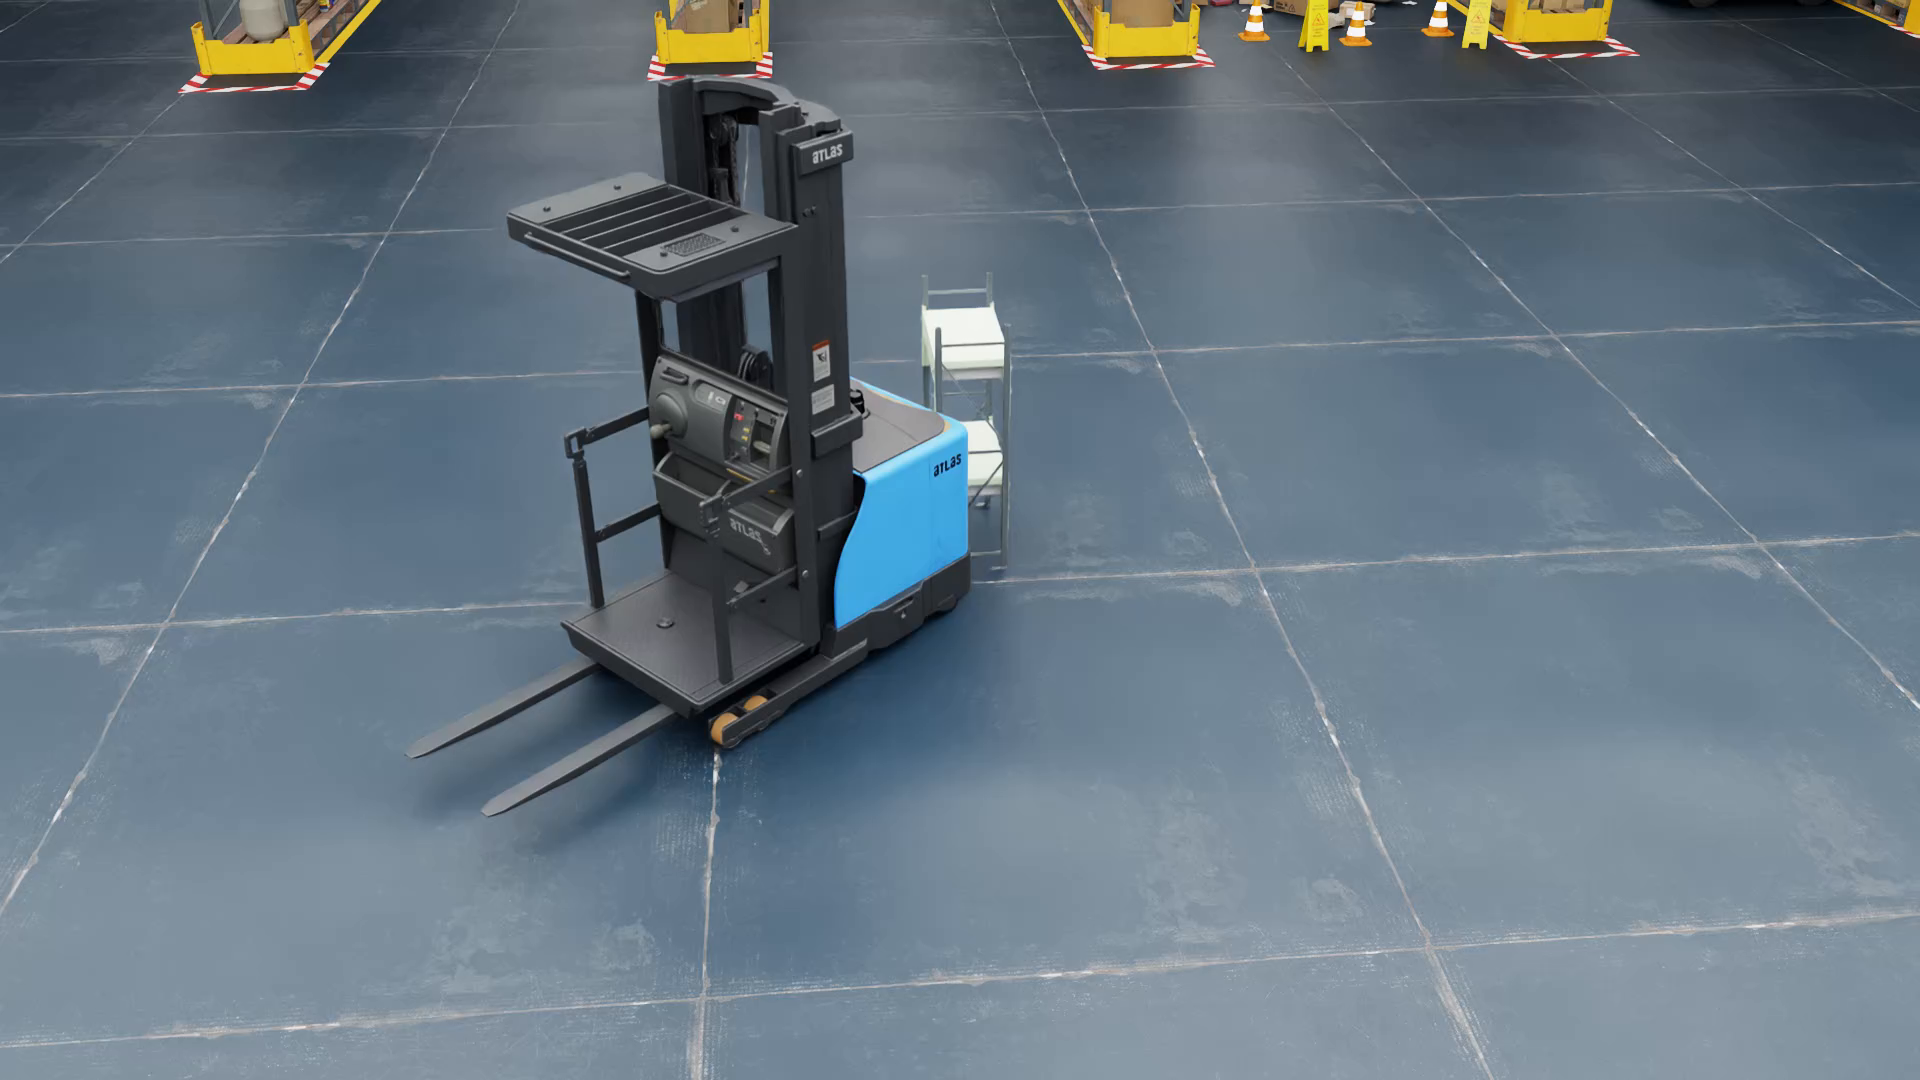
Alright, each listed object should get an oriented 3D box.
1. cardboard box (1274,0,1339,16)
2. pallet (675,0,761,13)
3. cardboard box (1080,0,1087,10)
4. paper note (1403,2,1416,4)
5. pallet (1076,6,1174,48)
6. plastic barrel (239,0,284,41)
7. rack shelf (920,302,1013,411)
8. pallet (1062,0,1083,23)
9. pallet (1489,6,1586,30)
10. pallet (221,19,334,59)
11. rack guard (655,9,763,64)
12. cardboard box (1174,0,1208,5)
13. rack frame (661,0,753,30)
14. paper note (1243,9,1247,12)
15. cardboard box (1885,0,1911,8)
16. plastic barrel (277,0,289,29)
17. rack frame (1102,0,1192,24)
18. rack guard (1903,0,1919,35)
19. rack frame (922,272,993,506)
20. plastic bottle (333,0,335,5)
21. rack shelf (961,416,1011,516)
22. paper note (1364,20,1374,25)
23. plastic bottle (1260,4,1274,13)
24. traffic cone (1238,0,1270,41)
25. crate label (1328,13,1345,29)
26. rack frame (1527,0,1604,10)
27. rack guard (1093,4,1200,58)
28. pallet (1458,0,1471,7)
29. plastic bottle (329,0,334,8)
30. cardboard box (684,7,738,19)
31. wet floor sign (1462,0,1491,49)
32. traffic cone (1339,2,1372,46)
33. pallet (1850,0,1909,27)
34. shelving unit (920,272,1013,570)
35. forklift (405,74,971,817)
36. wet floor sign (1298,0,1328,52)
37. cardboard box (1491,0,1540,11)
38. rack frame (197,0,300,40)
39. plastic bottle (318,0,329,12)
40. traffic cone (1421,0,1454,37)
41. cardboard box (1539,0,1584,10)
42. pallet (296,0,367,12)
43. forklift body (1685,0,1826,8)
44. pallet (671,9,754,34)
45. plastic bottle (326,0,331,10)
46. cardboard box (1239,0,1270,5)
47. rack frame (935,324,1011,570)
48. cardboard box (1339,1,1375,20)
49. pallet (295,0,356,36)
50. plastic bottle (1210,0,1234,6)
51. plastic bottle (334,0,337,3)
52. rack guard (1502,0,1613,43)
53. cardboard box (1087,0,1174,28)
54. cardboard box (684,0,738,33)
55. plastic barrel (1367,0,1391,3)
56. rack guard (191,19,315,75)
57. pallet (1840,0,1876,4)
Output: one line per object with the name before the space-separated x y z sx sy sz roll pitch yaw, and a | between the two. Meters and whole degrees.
cardboard box | 4.359 -6.905 20.820 0.637 0.503 0.797 27 40 37
pallet | -2.982 -6.606 20.604 1.003 0.211 1.213 -3 31 -5
cardboard box | 1.911 -6.973 20.162 0.875 0.875 0.875 -3 31 -5
paper note | 5.735 -6.848 21.185 0.142 0.019 0.148 -14 33 -22
pallet | 1.972 -6.120 19.791 1.003 0.211 1.213 -3 31 -5
plastic barrel | -7.892 -5.934 18.776 0.421 0.512 0.421 0 31 0
rack shelf | 0.027 -0.995 9.192 0.431 0.370 0.720 -3 31 -6
pallet | 1.861 -6.742 20.831 1.003 0.211 1.213 -3 31 -5
pallet | 6.995 -6.460 20.359 1.003 0.211 1.213 -3 31 -5
pallet | -7.879 -5.744 19.161 1.003 0.211 1.213 -3 31 -5
rack guard | -2.831 -5.692 18.793 1.175 0.500 0.348 -3 31 -5
cardboard box | 2.917 -7.140 21.213 0.500 0.500 0.500 2 31 4
rack frame | -2.823 -6.727 18.087 1.000 3.000 0.127 -3 31 -5
paper note | 3.565 -6.647 20.868 0.032 0.001 0.123 13 33 21
cardboard box | 11.626 -6.666 20.257 0.500 0.250 0.500 -3 31 -4
plastic barrel | -7.939 -6.190 19.205 0.421 0.512 0.421 0 31 0
rack frame | 2.124 -6.913 18.398 1.000 3.000 0.127 -3 31 -5
rack guard | 11.987 -6.356 19.903 1.175 0.500 0.348 -3 31 -5
rack frame | -0.015 -0.846 9.704 0.400 1.500 0.023 -3 31 -6
plastic bottle | -7.646 -6.623 20.144 0.097 0.271 0.097 0 31 0
rack shelf | 0.027 -0.380 9.559 0.431 0.370 0.720 -3 31 -6
paper note | 4.973 -6.314 20.291 0.148 0.019 0.142 -14 33 -22
plastic bottle | 3.806 -6.677 20.869 0.133 0.061 0.283 -14 33 -22
traffic cone | 3.489 -6.163 19.617 0.336 0.463 0.334 -3 31 -5
crate label | 4.510 -6.302 20.167 0.250 0.136 0.298 -20 36 -30
rack frame | 7.043 -7.202 18.882 1.000 3.000 0.127 -3 31 -5
rack guard | 2.127 -5.827 19.019 1.175 0.500 0.348 -3 31 -5
pallet | 6.885 -7.081 21.399 1.003 0.211 1.213 -3 31 -5
plastic bottle | -7.617 -6.569 20.043 0.061 0.283 0.133 -2 31 -4
cardboard box | -2.955 -6.457 19.663 0.500 0.500 0.500 5 31 8
wet floor sign | 5.996 -6.043 19.237 0.267 0.644 0.232 8 32 13
traffic cone | 4.645 -6.043 19.417 0.336 0.463 0.334 -3 31 -5
pallet | 11.872 -6.633 20.648 1.003 0.211 1.213 -3 31 -5
shelving unit | 0.027 -0.660 9.392 0.431 1.500 0.755 -3 31 -6
forklift | -1.302 -0.545 7.804 1.130 2.935 3.031 25 39 35
wet floor sign | 4.098 -5.982 19.136 0.267 0.644 0.232 -8 32 -13
cardboard box | 6.698 -6.614 20.169 0.500 0.250 0.500 -3 31 -5
rack frame | -7.755 -6.490 17.690 1.000 3.000 0.127 -3 31 -5
plastic bottle | -7.614 -6.448 19.851 0.097 0.271 0.097 0 31 0
traffic cone | 5.719 -6.270 19.796 0.336 0.463 0.334 -3 31 -5
cardboard box | 7.243 -6.627 20.191 0.500 0.250 0.500 -3 31 -5
pallet | -8.107 -6.990 21.246 1.003 0.211 1.213 -3 31 -5
forklift body | 9.991 -7.958 20.975 2.313 2.155 1.214 -3 31 -5
pallet | -2.871 -5.985 19.564 1.003 0.211 1.213 -3 31 -5
plastic bottle | -7.624 -6.471 19.957 0.097 0.201 0.097 0 31 0
cardboard box | 3.745 -6.992 21.197 0.396 0.266 0.258 2 31 4
rack frame | 0.069 -0.473 9.080 0.400 1.500 0.023 -3 31 -6
cardboard box | 4.910 -6.550 20.570 0.380 0.149 0.250 13 33 21
pallet | -7.990 -6.365 20.201 1.003 0.211 1.213 -3 31 -5
plastic bottle | 3.336 -6.843 21.146 0.283 0.061 0.133 -14 33 -22
plastic bottle | -7.655 -6.674 20.230 0.097 0.271 0.097 0 31 0
rack guard | 7.036 -6.167 19.588 1.175 0.500 0.348 -3 31 -5
cardboard box | 1.995 -6.524 19.410 0.875 0.875 0.875 -3 31 -4
cardboard box | -2.865 -6.154 19.155 0.500 0.500 0.500 3 31 5
plastic barrel | 5.343 -7.078 21.186 0.512 0.421 0.421 20 36 29
rack guard | -7.809 -5.453 18.392 1.175 0.500 0.348 -3 31 -5
pallet | 11.761 -7.254 21.689 1.003 0.211 1.213 -3 31 -5
